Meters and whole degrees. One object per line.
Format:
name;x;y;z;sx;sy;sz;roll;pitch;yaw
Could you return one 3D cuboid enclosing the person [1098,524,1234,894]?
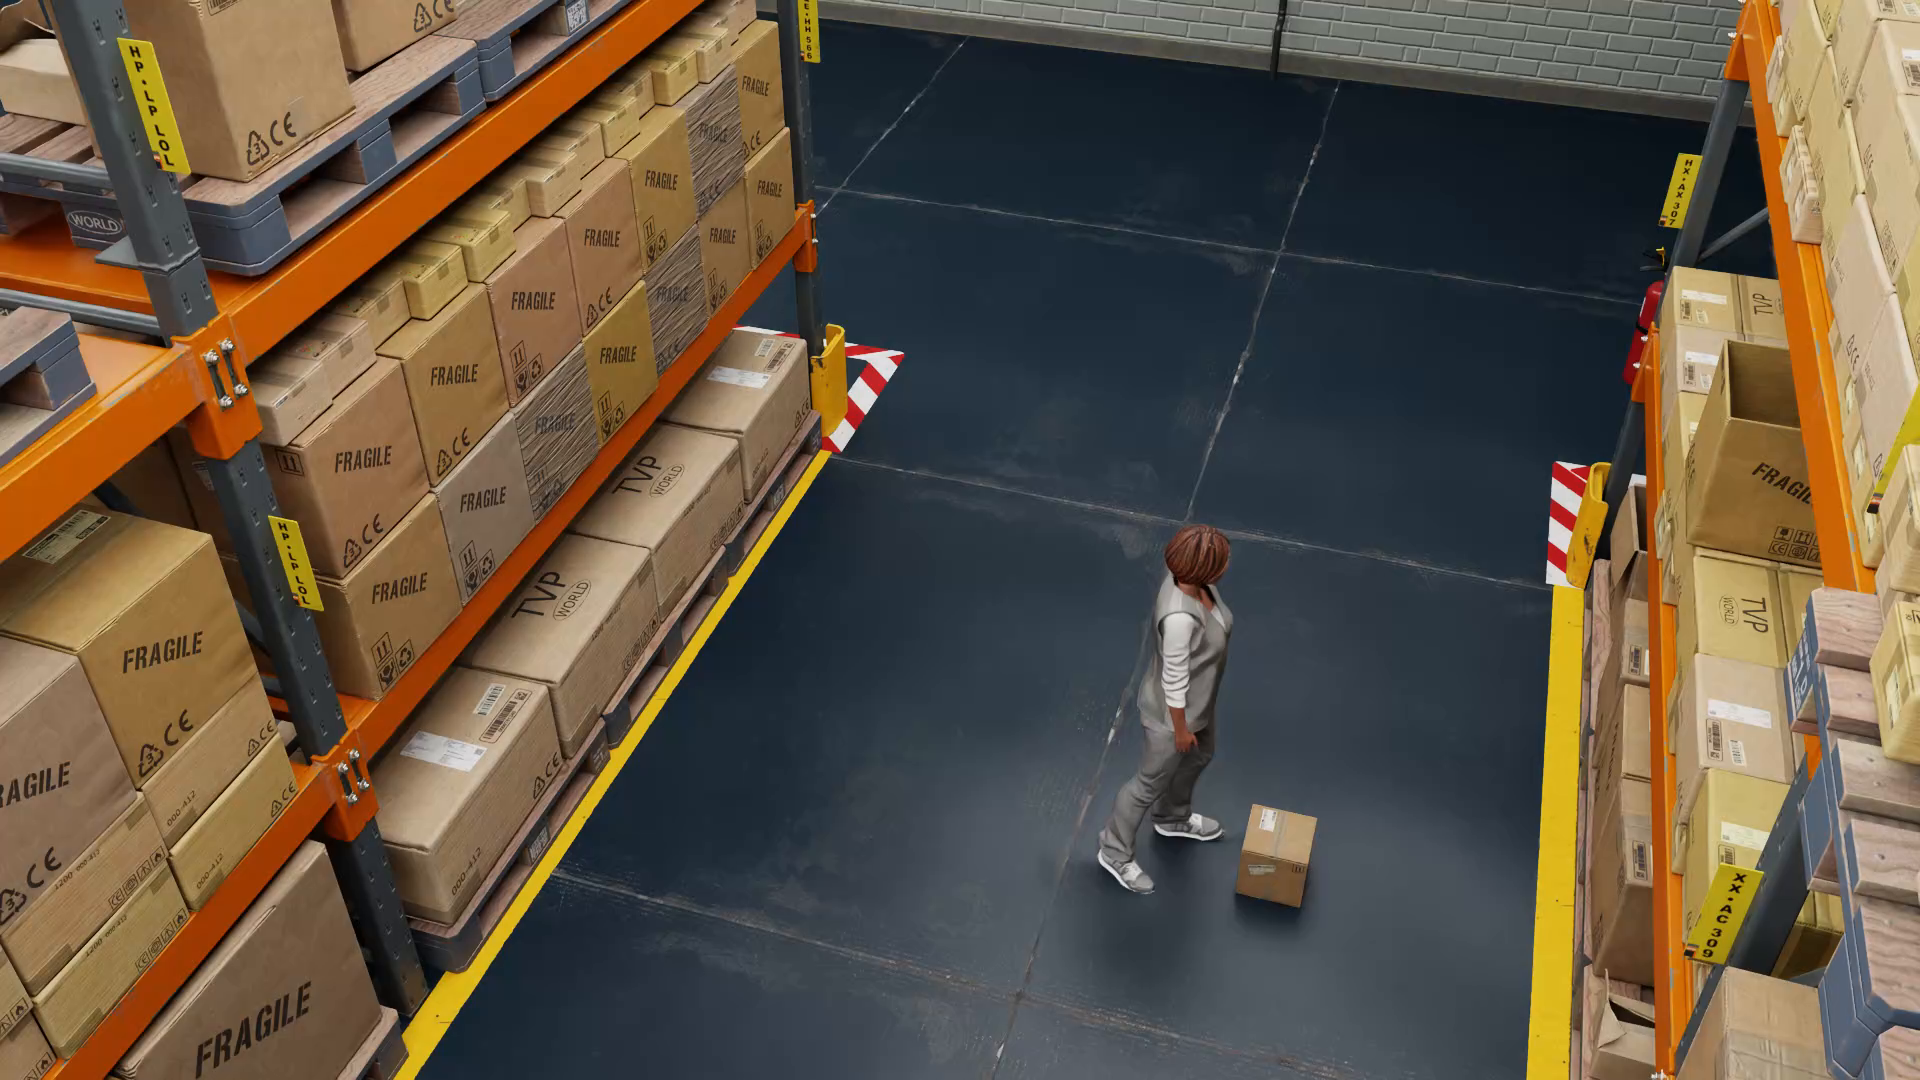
person;0.789;0.615;6.122;0.452;1.614;0.463;10;39;13
